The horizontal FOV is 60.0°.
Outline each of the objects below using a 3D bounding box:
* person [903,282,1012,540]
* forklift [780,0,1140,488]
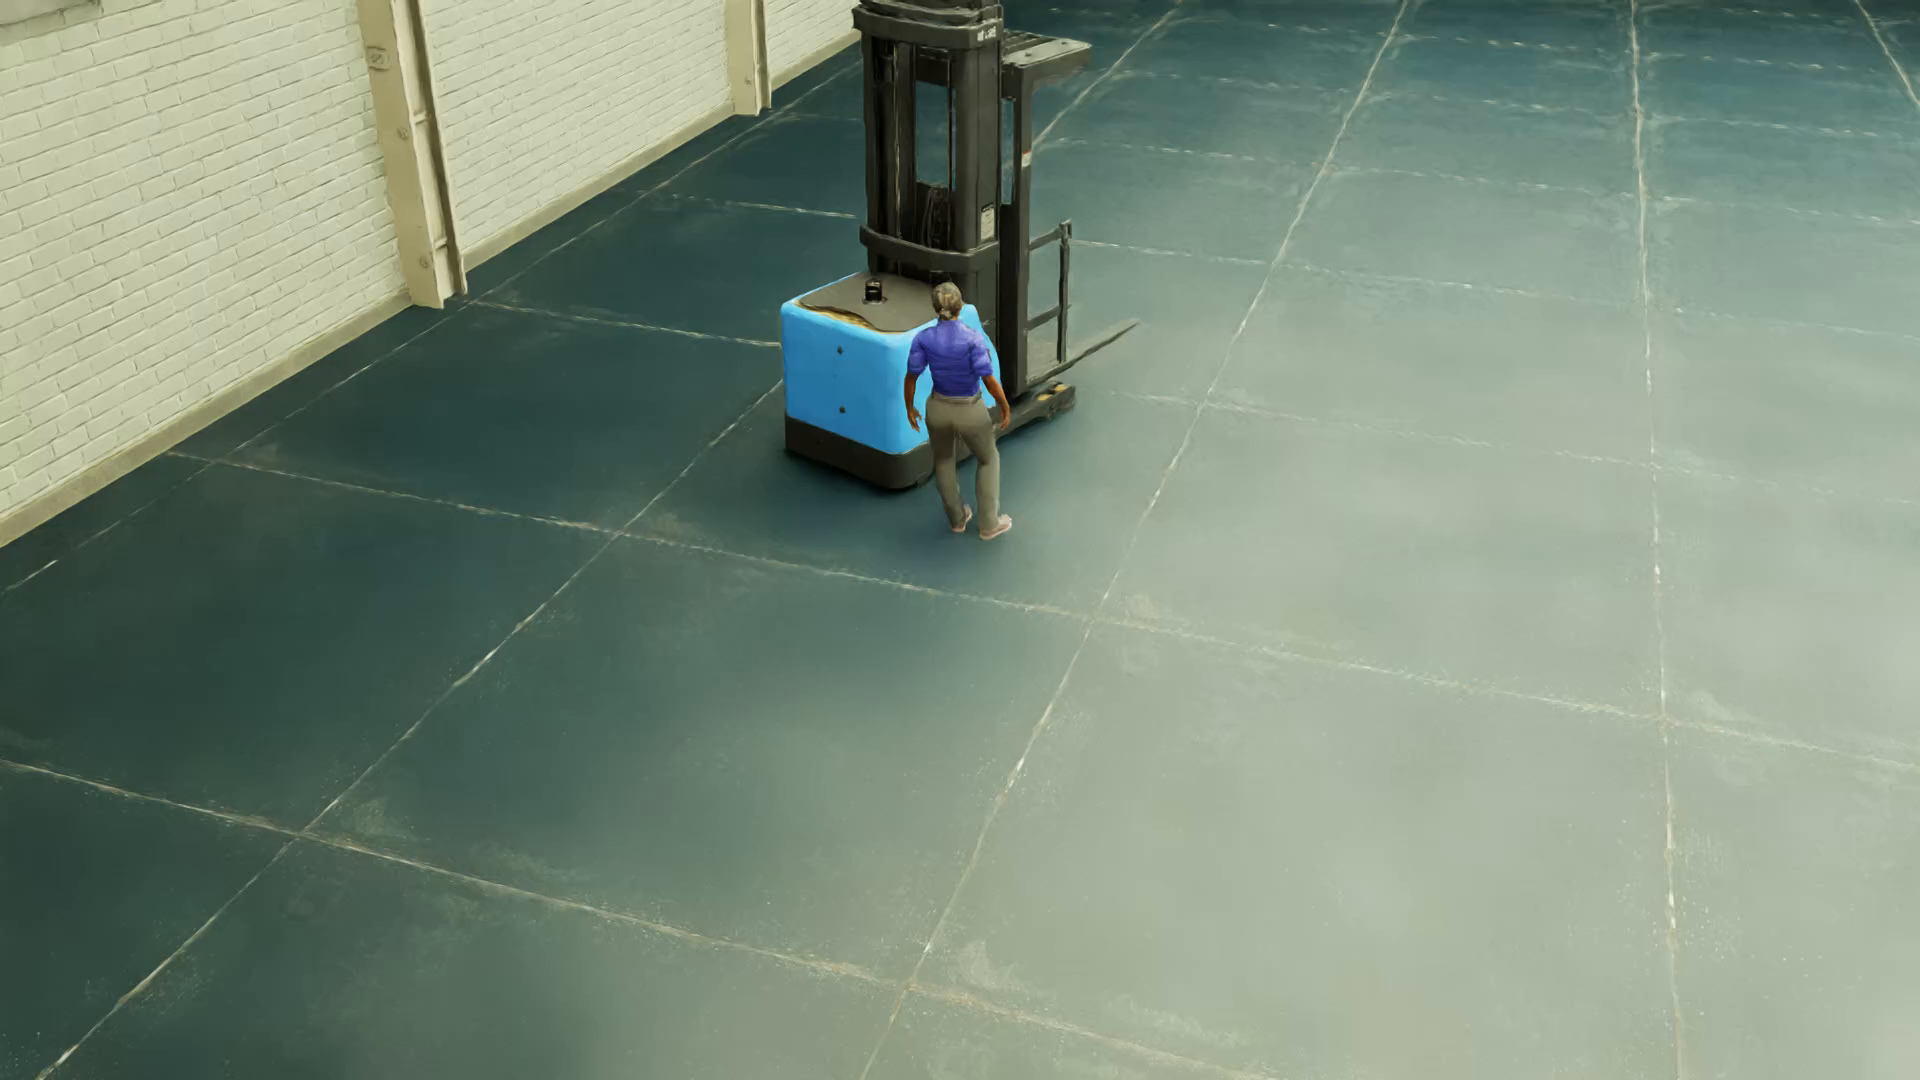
[{"bbox_3d":[0.006,-0.769,9.819,0.614,1.620,0.470,8,31,14],"label":"person"},{"bbox_3d":[0.154,-2.264,11.108,1.130,2.935,3.031,22,36,33],"label":"forklift"}]
